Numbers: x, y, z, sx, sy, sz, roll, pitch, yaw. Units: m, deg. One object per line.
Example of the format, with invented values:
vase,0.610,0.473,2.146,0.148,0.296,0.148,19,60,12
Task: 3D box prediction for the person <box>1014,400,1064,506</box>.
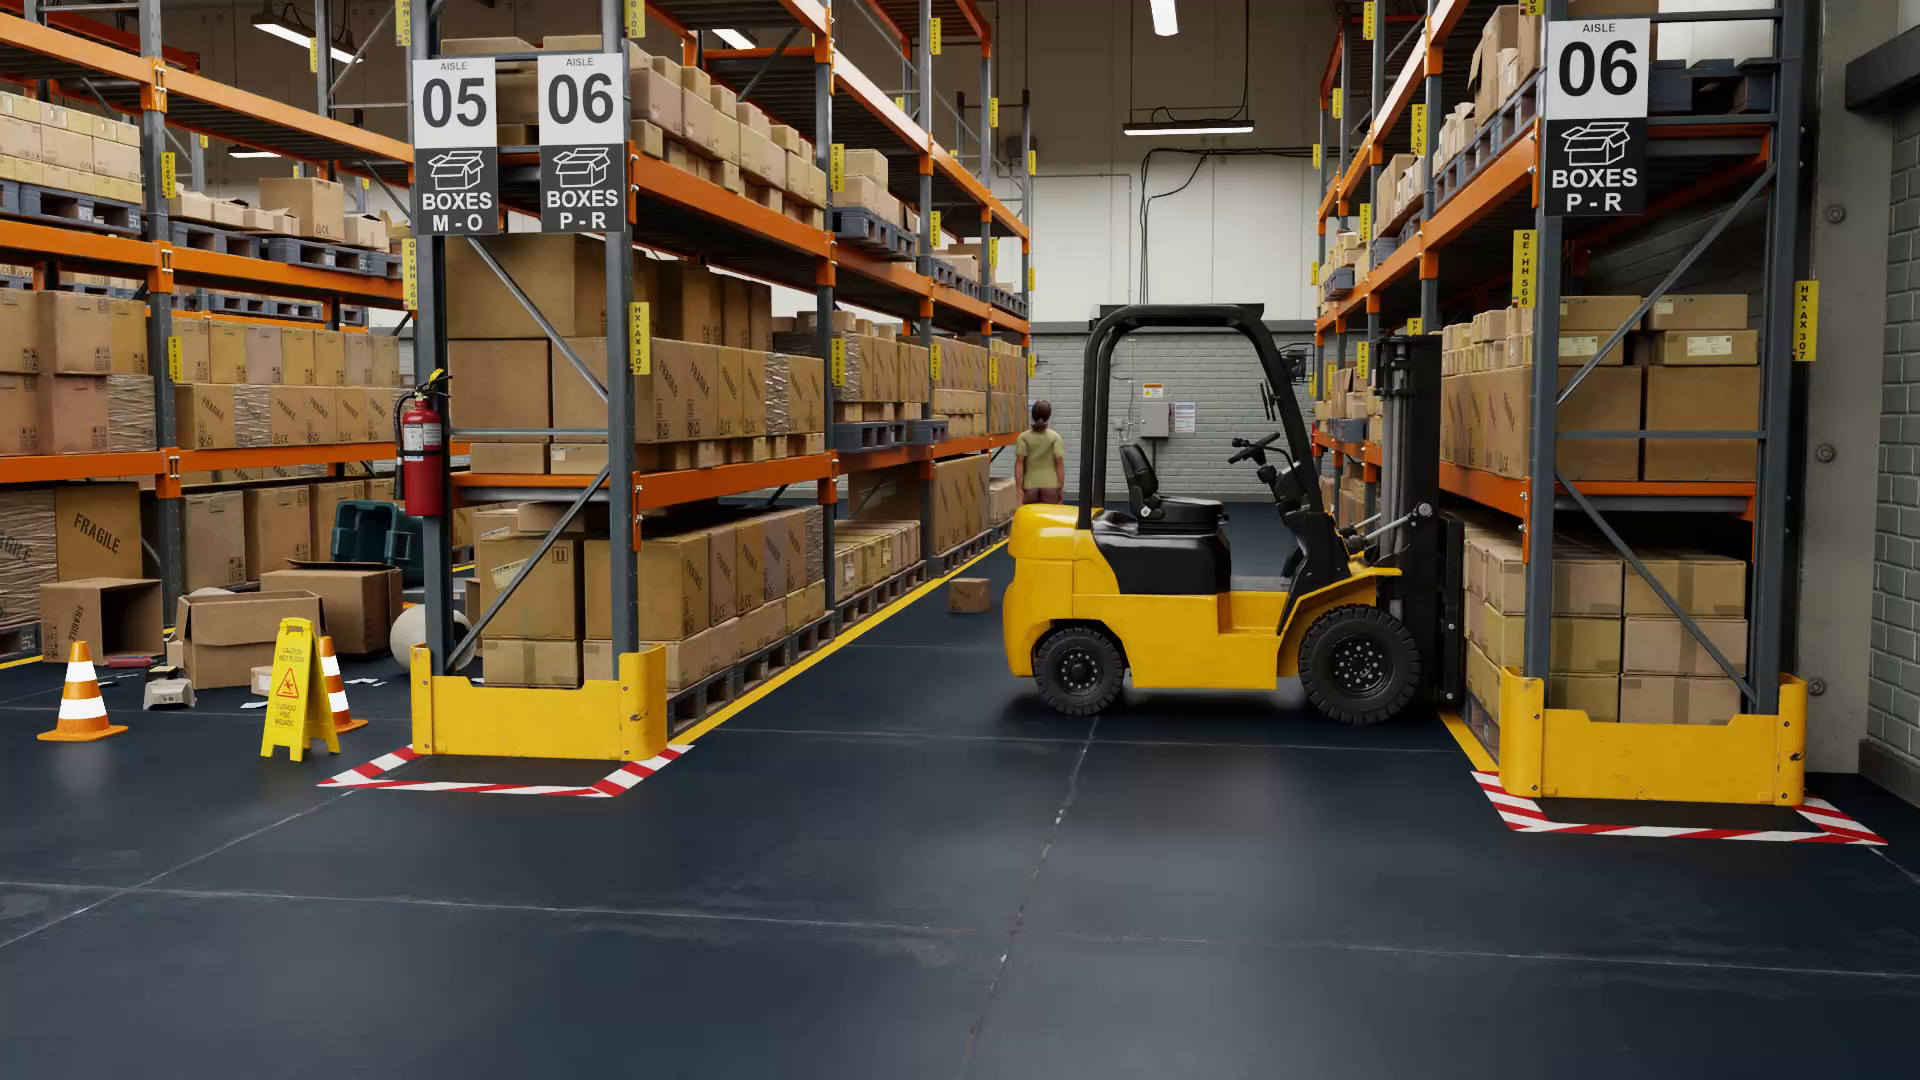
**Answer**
person,0.731,-0.424,15.053,0.441,1.676,0.465,1,5,10
